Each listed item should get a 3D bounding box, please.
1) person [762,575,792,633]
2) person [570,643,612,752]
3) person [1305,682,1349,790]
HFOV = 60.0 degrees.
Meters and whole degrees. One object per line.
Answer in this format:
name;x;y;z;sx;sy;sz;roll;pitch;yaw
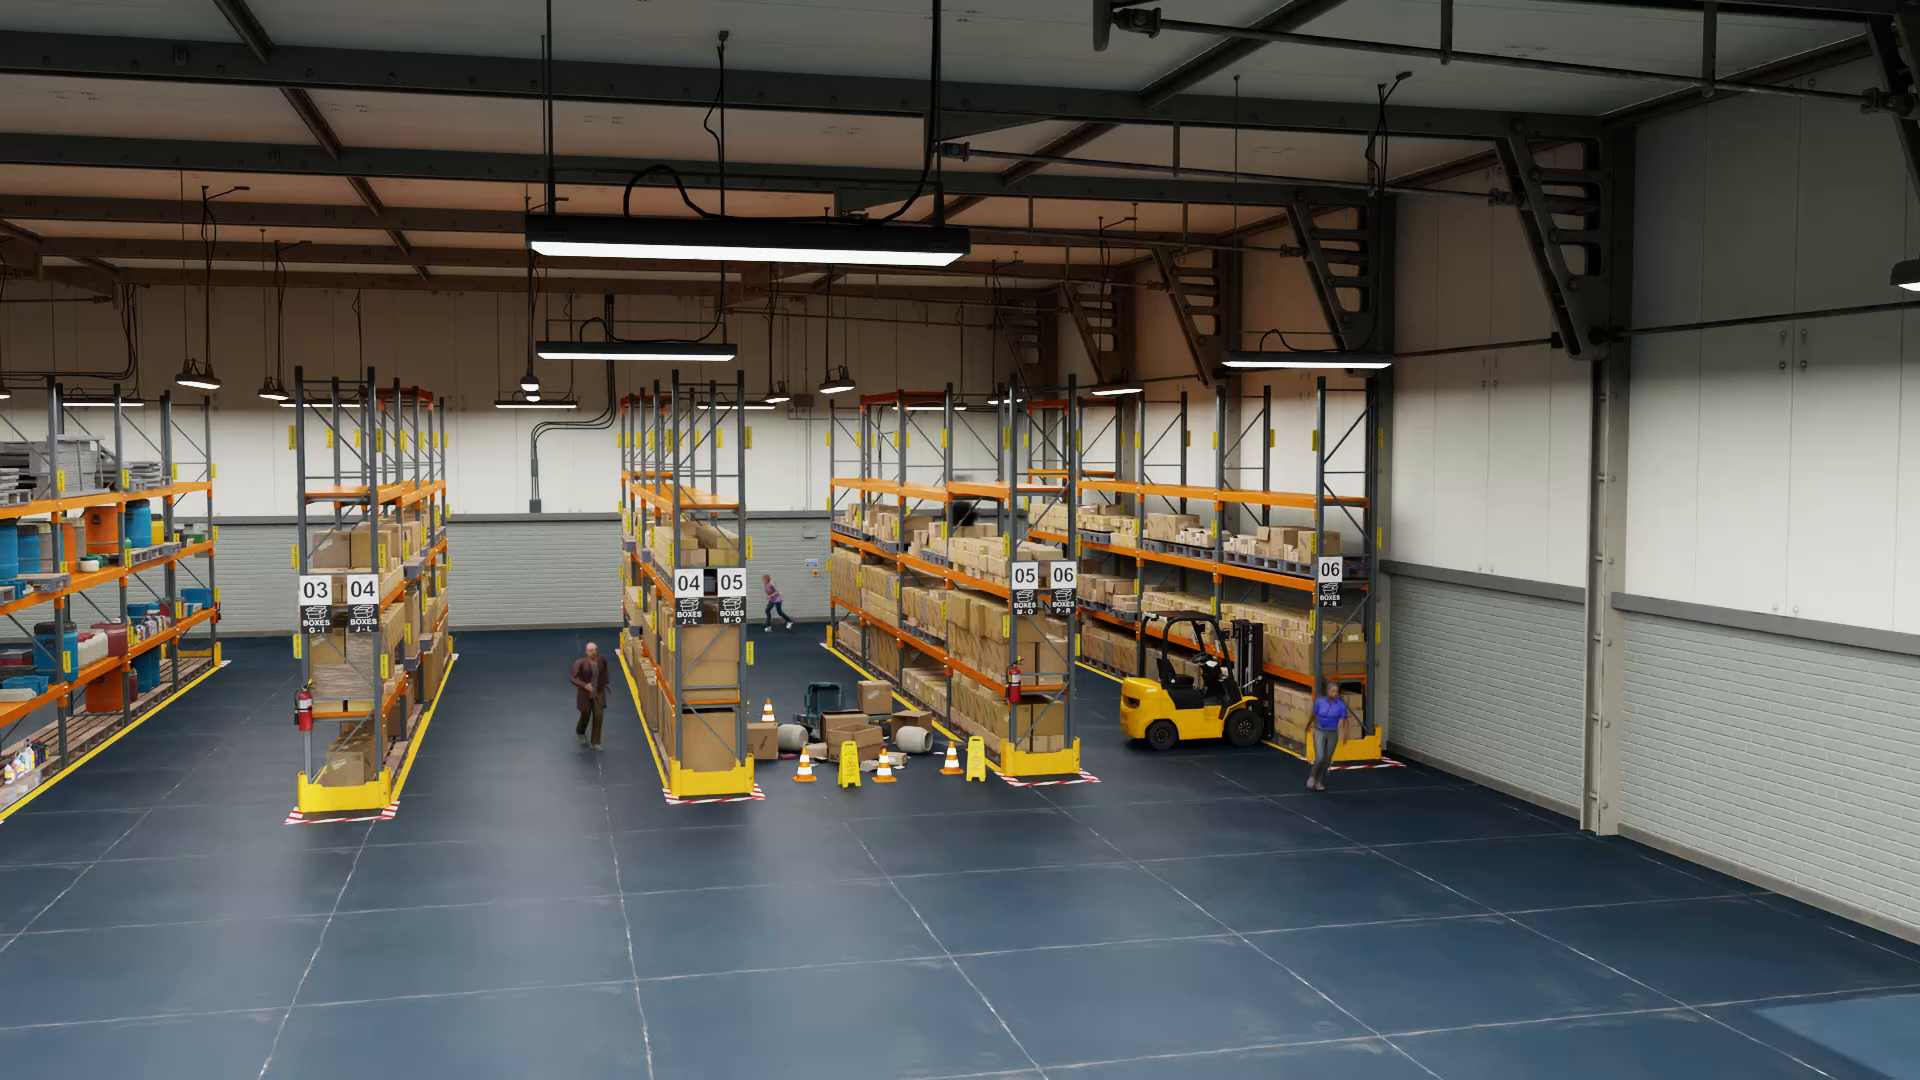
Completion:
person;-4.804;1.659;43.698;0.909;1.547;0.585;-3;4;-38
person;-6.036;2.520;27.016;0.691;1.747;0.977;-2;4;-28
person;5.221;2.789;23.627;0.558;1.597;0.718;0;3;-2
